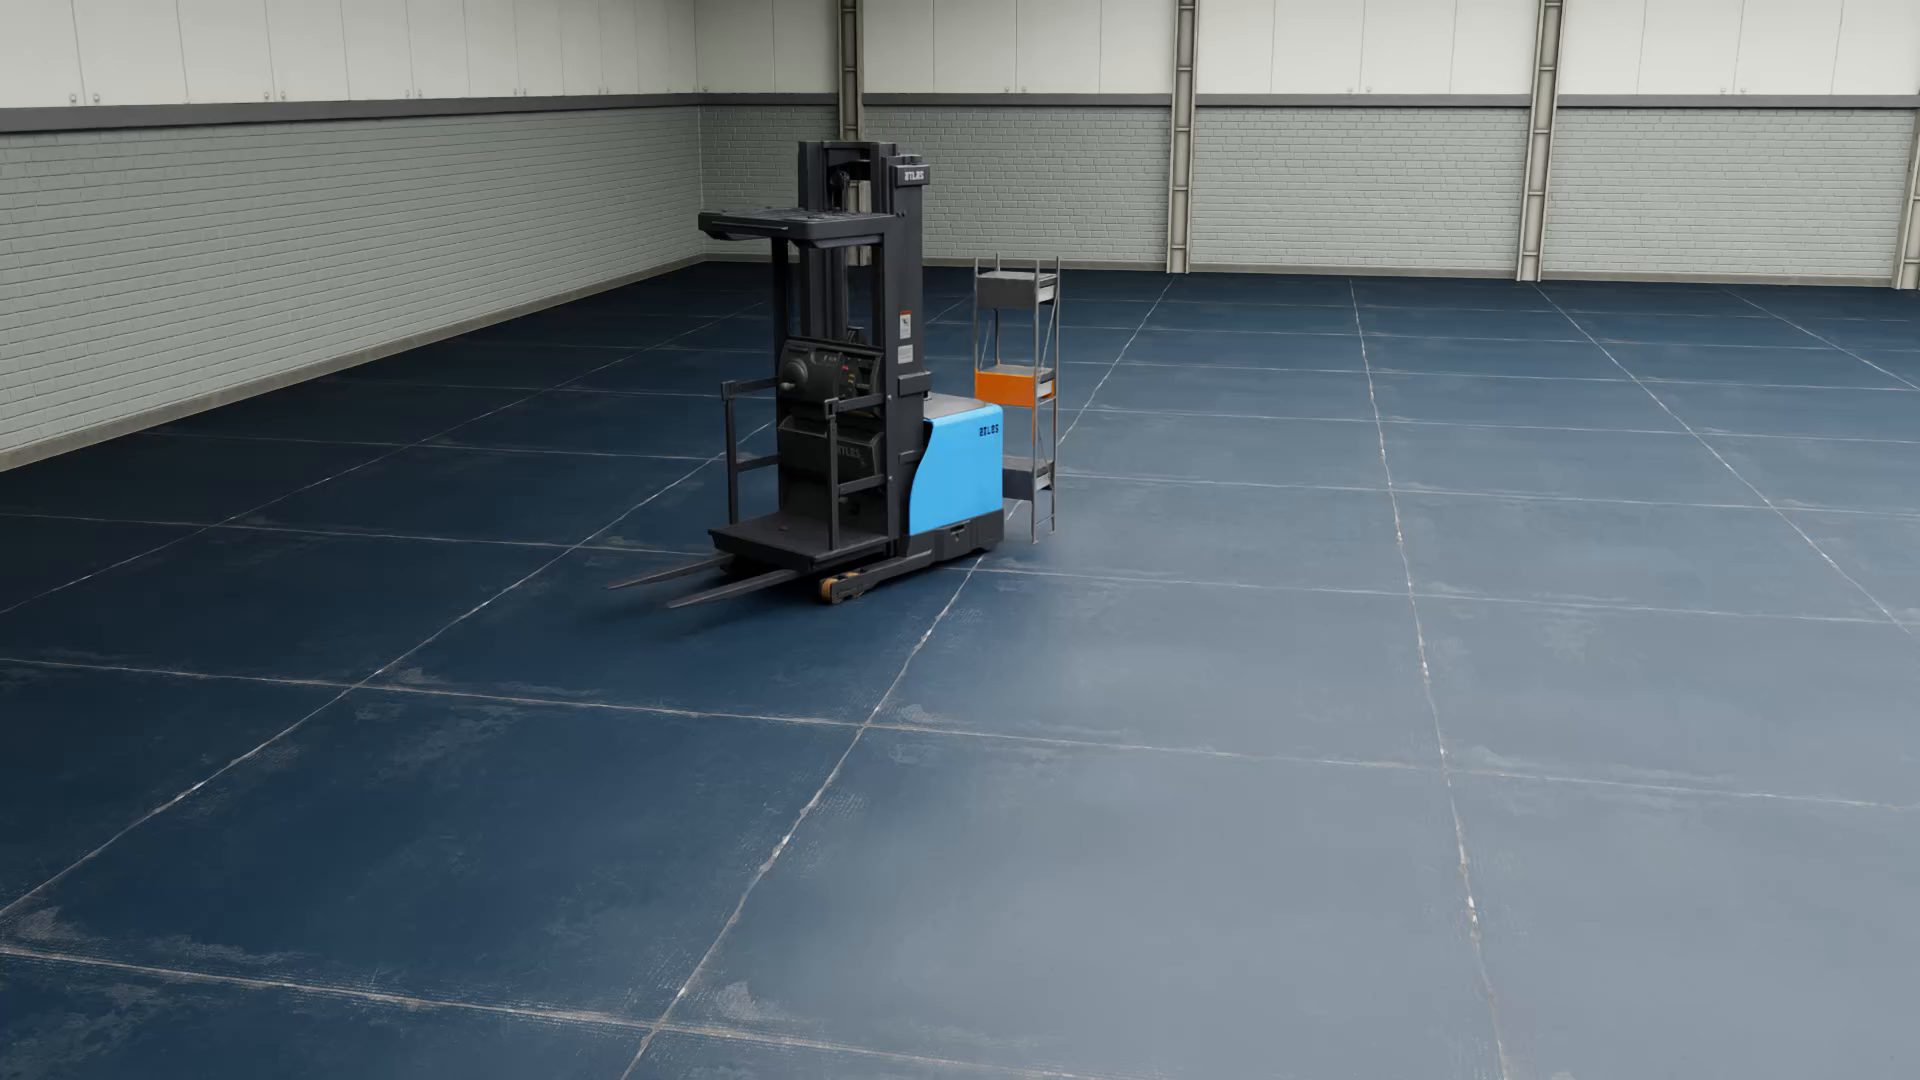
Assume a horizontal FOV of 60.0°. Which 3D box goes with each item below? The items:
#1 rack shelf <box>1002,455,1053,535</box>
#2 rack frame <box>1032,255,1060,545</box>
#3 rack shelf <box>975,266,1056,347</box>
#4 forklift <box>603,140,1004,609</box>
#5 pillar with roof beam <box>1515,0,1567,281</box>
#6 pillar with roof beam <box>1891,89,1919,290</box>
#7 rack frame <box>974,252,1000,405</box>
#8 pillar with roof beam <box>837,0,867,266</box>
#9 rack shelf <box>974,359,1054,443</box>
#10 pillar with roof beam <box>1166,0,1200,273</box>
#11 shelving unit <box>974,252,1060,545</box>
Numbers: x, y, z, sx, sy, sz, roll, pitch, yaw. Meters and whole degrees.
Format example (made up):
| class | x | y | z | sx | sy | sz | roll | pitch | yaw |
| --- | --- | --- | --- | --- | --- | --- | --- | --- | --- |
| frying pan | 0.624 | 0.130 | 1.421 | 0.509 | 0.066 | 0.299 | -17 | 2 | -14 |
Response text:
| class | x | y | z | sx | sy | sz | roll | pitch | yaw |
| --- | --- | --- | --- | --- | --- | --- | --- | --- | --- |
| rack shelf | 0.415 | -0.364 | 12.547 | 0.480 | 0.518 | 0.431 | 8 | 17 | 26 |
| rack frame | 0.633 | -1.023 | 12.250 | 0.015 | 2.100 | 0.400 | 8 | 17 | 26 |
| rack shelf | 0.415 | -1.713 | 12.173 | 0.480 | 0.518 | 0.431 | 8 | 17 | 26 |
| forklift | -1.025 | -1.145 | 11.136 | 1.130 | 2.935 | 3.031 | 13 | 20 | 39 |
| pillar with roof beam | 8.936 | -7.700 | 23.432 | 0.400 | 9.000 | 9.100 | 3 | 16 | 11 |
| pillar with roof beam | 14.815 | -7.381 | 22.280 | 0.400 | 9.000 | 9.100 | 3 | 16 | 11 |
| rack frame | 0.197 | -1.081 | 12.462 | 0.015 | 2.100 | 0.400 | 8 | 17 | 26 |
| pillar with roof beam | -2.824 | -8.338 | 25.737 | 0.400 | 9.000 | 9.100 | 3 | 16 | 11 |
| rack shelf | 0.415 | -1.039 | 12.360 | 0.480 | 0.518 | 0.431 | 8 | 17 | 26 |
| pillar with roof beam | 3.056 | -8.019 | 24.585 | 0.400 | 9.000 | 9.100 | 3 | 16 | 11 |
| shelving unit | 0.415 | -1.052 | 12.356 | 0.503 | 2.100 | 0.431 | 8 | 17 | 26 |
